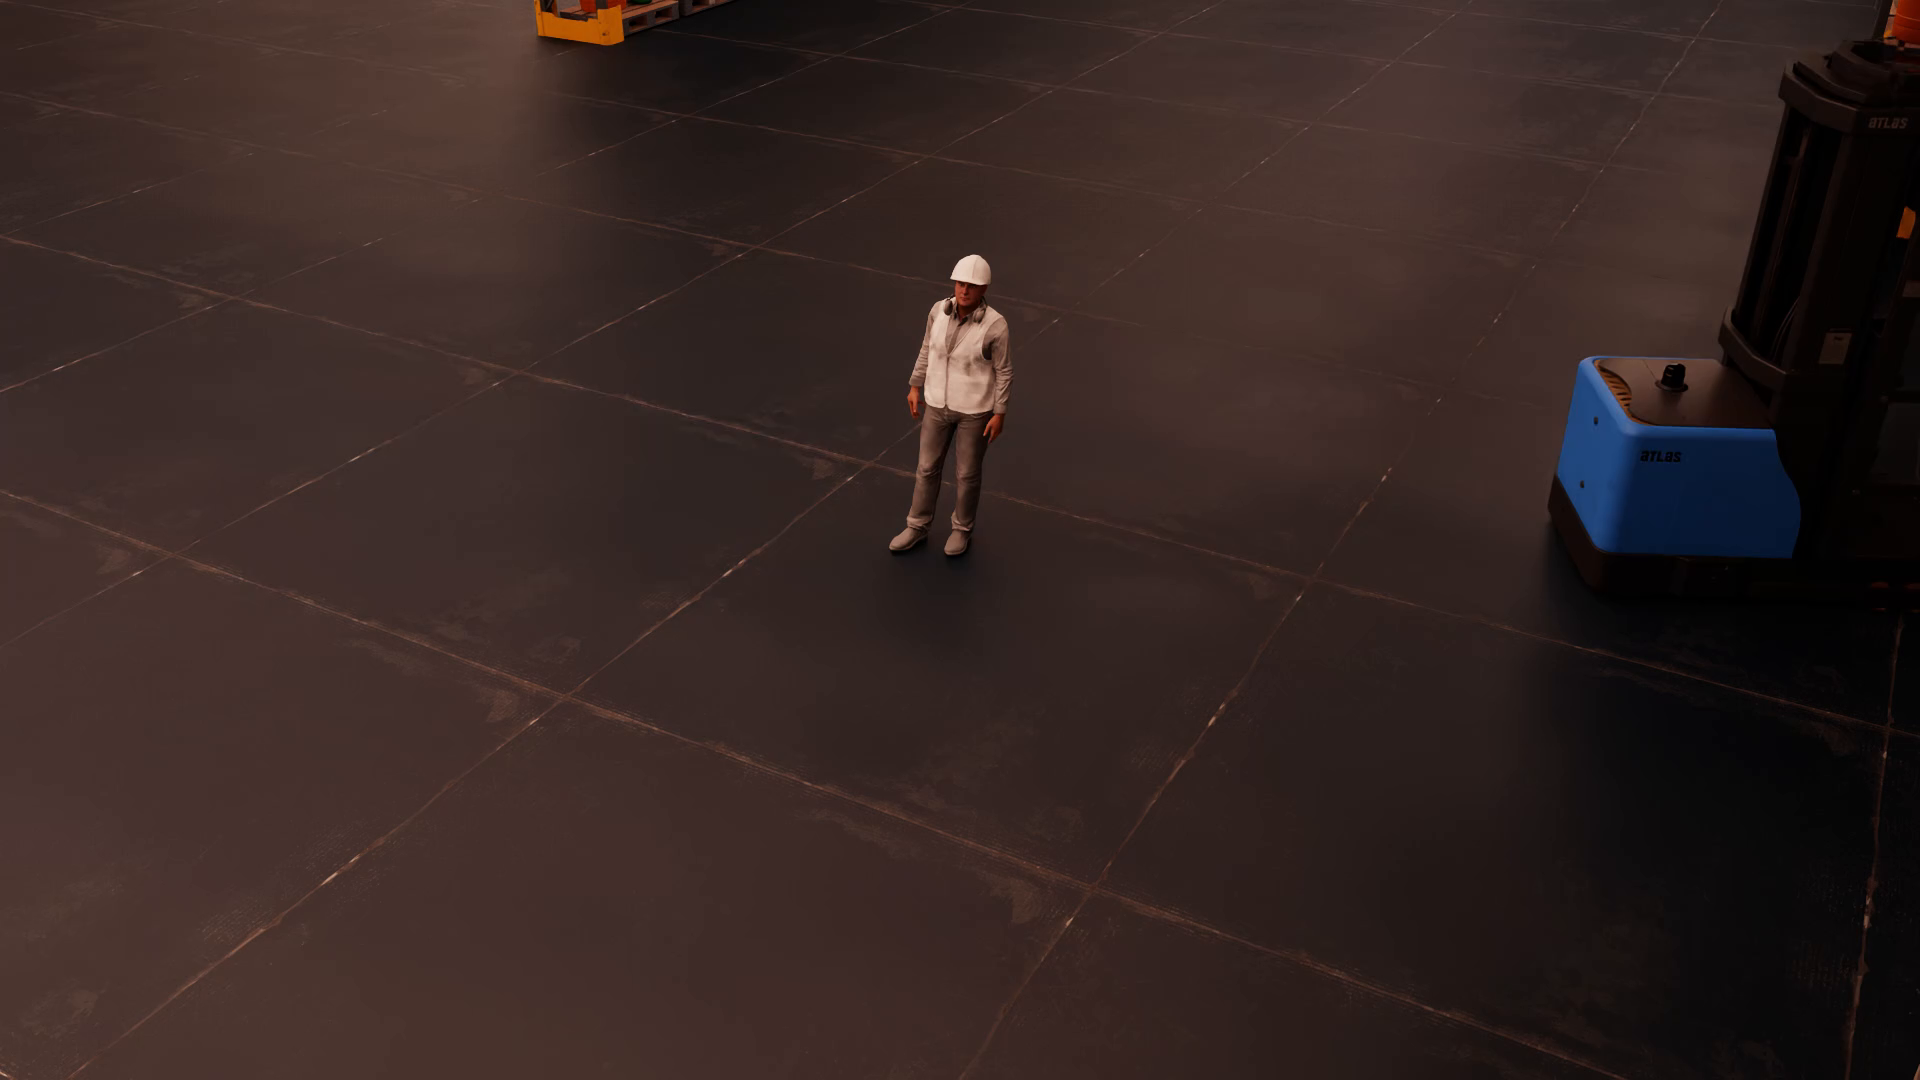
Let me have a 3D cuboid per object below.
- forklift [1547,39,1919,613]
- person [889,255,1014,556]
[{"bbox_3d":[5.085,-1.137,9.041,3.031,2.935,1.130,2,30,3],"label":"forklift"},{"bbox_3d":[-0.041,-0.750,9.513,0.625,1.775,0.566,15,33,25],"label":"person"}]
